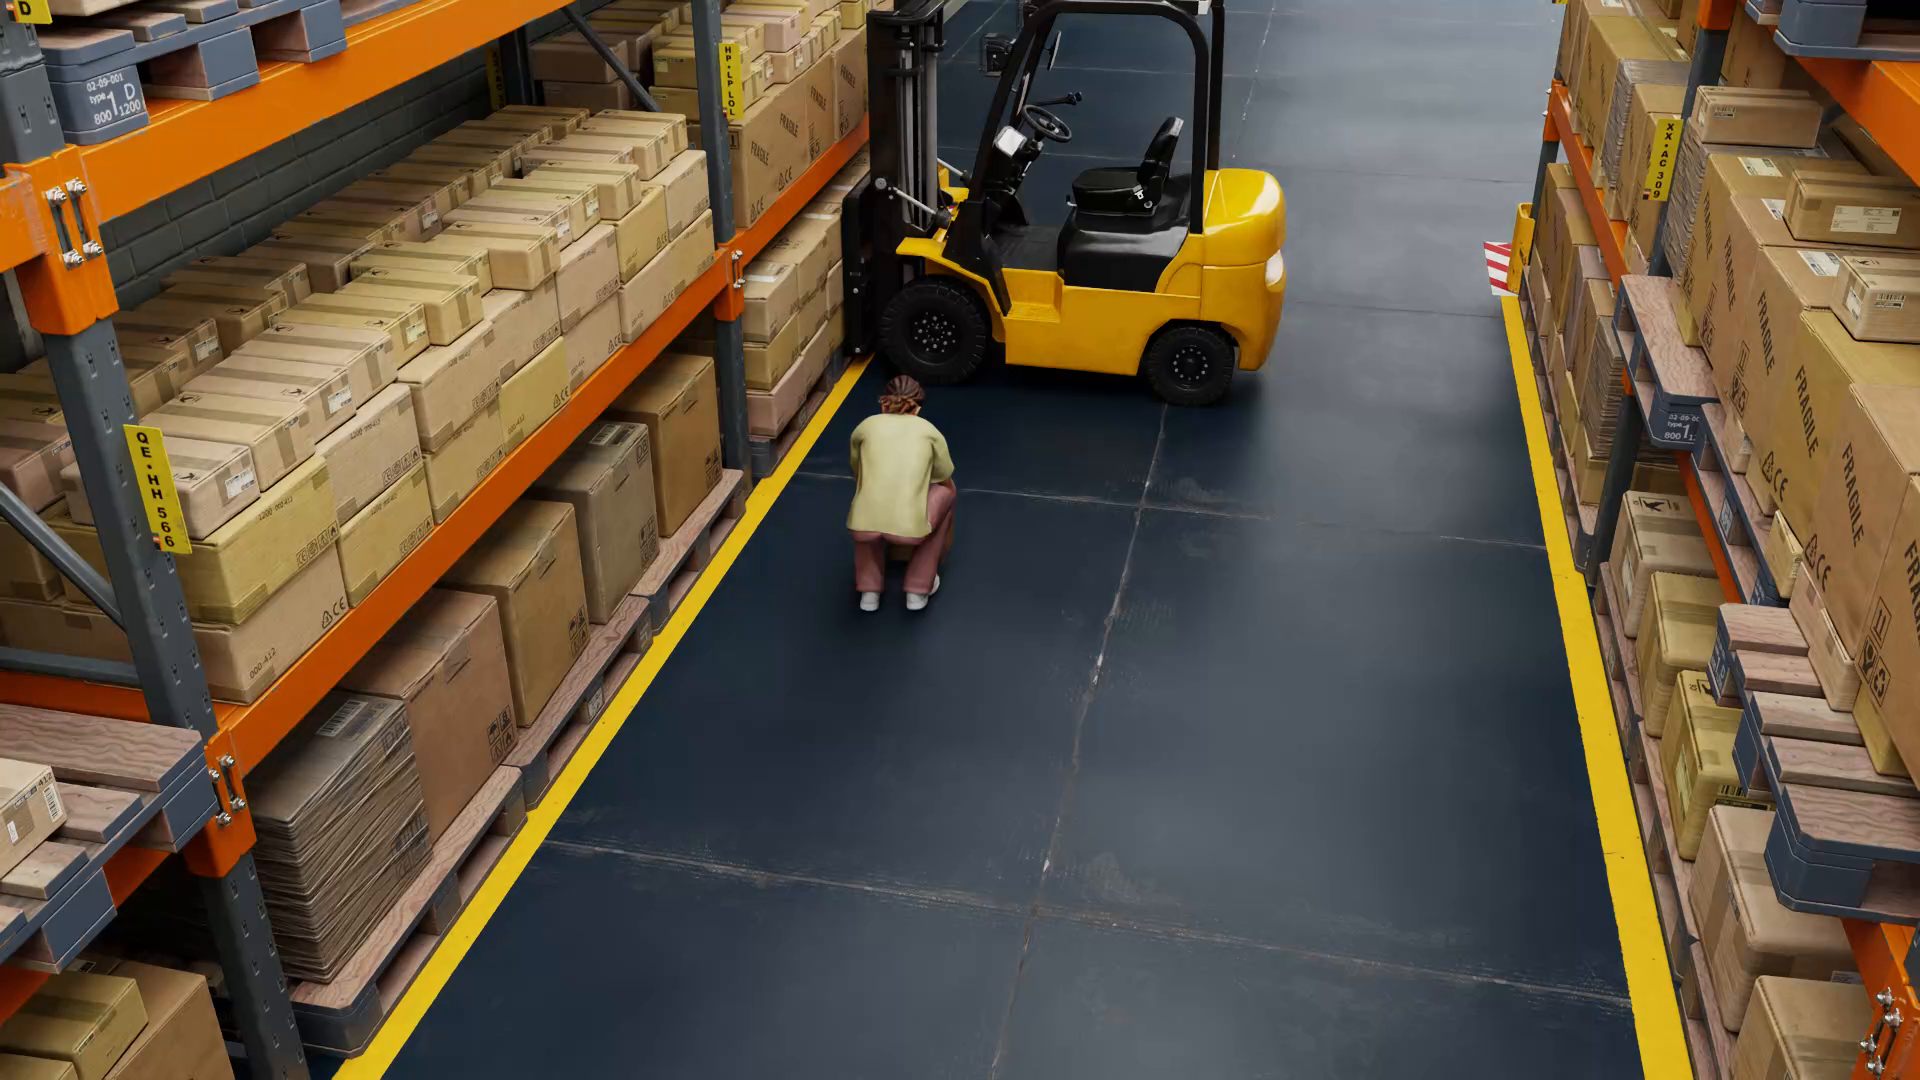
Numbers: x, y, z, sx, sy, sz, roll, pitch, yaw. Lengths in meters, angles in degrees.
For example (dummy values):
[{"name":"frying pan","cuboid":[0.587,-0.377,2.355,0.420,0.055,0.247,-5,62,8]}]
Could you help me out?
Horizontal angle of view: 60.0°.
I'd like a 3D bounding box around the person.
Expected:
[{"name":"person","cuboid":[-0.281,-0.185,7.277,0.480,0.890,0.799,6,29,10]}]
